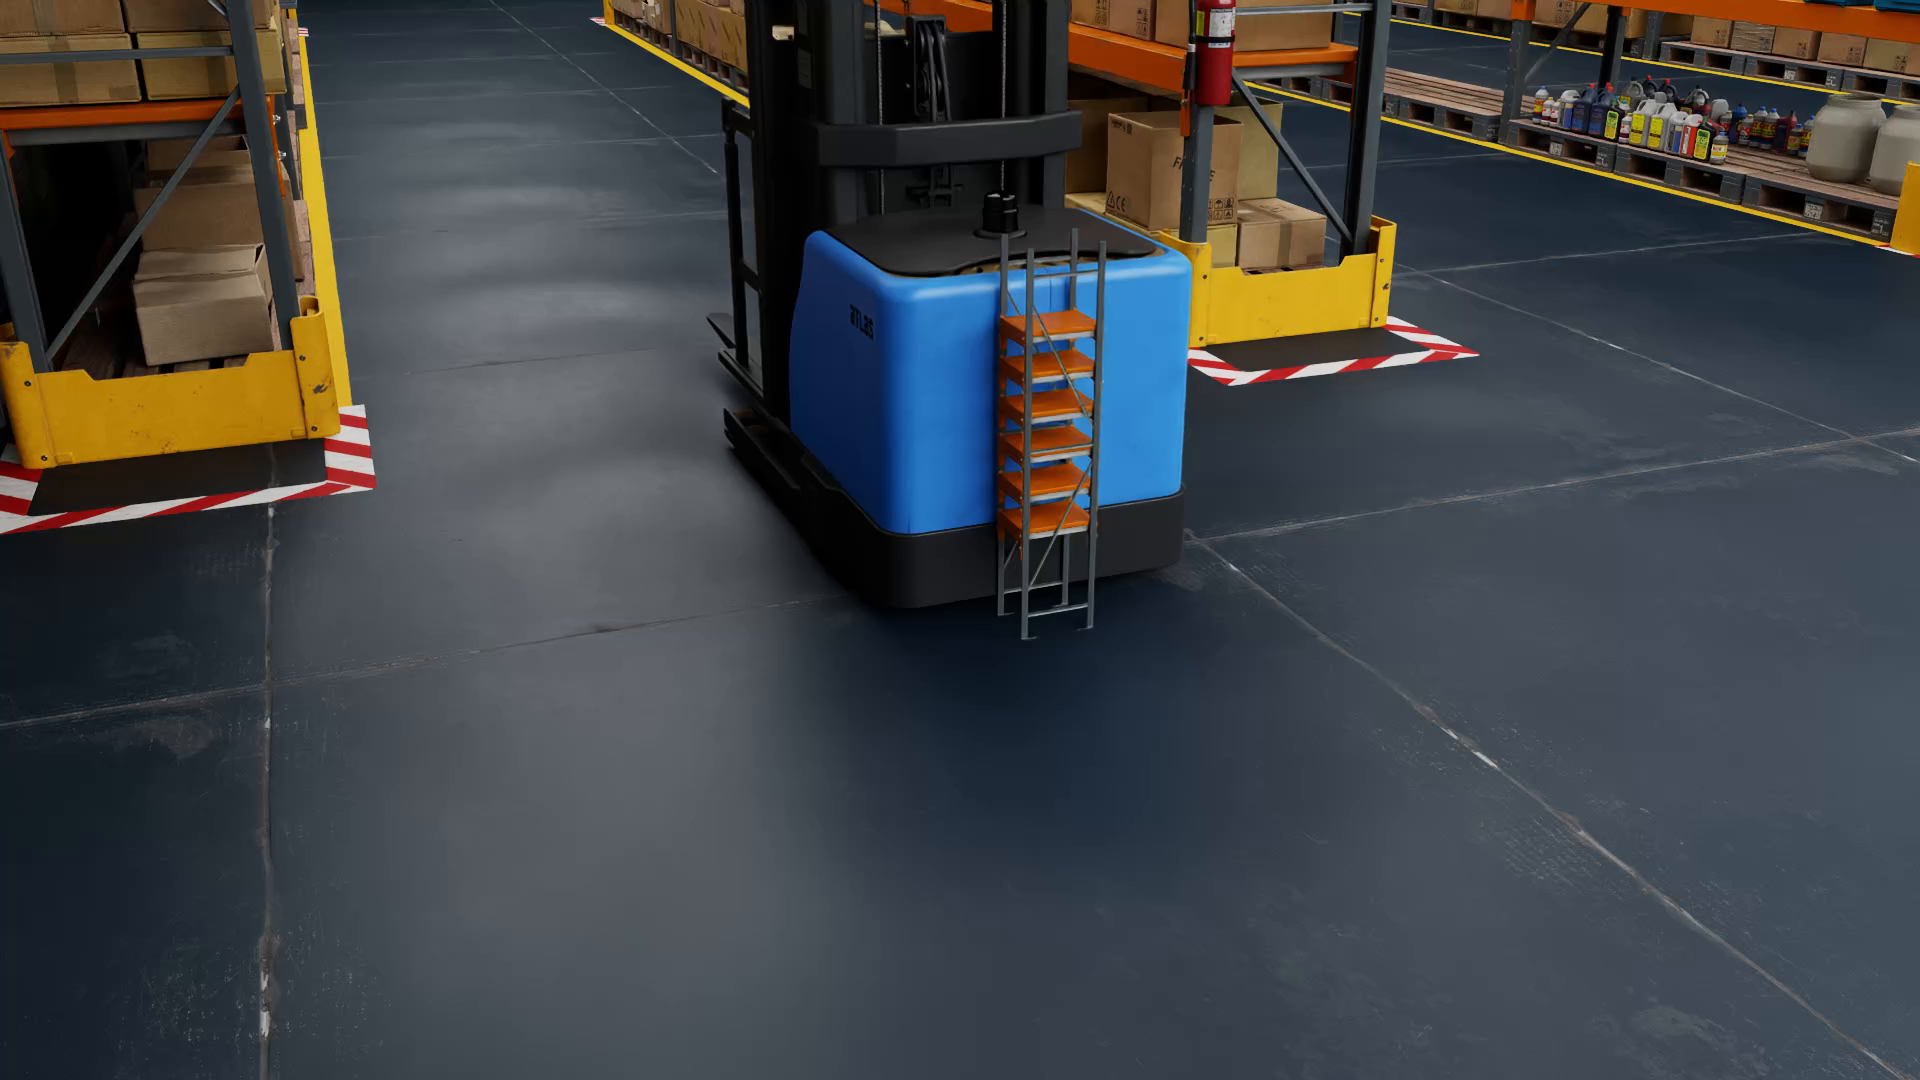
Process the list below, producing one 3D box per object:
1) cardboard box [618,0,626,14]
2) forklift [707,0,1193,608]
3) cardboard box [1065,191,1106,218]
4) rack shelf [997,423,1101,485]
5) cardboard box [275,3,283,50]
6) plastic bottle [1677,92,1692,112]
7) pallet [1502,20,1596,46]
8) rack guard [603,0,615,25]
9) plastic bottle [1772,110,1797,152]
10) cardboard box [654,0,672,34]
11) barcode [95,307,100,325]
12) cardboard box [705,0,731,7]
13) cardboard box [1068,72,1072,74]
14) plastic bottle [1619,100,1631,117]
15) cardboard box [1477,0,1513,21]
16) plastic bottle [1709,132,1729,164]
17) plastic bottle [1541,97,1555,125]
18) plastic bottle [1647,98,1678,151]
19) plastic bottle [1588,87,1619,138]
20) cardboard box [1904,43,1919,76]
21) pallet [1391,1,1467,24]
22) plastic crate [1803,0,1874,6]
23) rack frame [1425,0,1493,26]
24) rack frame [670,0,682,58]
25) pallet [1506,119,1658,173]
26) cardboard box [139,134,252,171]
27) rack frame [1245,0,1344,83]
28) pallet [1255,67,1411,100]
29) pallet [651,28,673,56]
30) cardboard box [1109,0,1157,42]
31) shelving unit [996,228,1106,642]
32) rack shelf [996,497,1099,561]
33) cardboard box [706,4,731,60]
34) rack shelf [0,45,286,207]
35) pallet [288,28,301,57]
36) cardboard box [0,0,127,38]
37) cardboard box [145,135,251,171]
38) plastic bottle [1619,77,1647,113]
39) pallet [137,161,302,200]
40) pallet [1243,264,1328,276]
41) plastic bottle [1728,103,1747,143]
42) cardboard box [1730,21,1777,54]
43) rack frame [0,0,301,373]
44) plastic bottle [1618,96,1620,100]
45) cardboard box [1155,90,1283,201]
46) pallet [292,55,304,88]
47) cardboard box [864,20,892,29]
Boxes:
[{"bbox_3d":[-4.013,-6.774,20.934,0.500,0.250,0.500,-8,24,-19],"label":"cardboard box"},{"bbox_3d":[-0.288,-1.685,5.973,1.130,2.935,3.031,-9,24,-20],"label":"forklift"},{"bbox_3d":[0.882,-1.704,8.930,0.500,0.250,0.500,-8,24,-19],"label":"cardboard box"},{"bbox_3d":[0.262,-0.256,4.926,0.258,0.103,0.180,-9,24,-20],"label":"rack shelf"},{"bbox_3d":[-3.520,-2.480,7.938,0.500,0.250,0.500,-8,24,-19],"label":"cardboard box"},{"bbox_3d":[5.420,-3.208,12.430,0.061,0.283,0.133,-7,24,-15],"label":"plastic bottle"},{"bbox_3d":[7.344,-6.162,20.098,1.003,0.211,1.213,-8,24,-19],"label":"pallet"},{"bbox_3d":[-4.089,-7.077,21.897,1.175,0.500,0.348,-8,24,-19],"label":"rack guard"},{"bbox_3d":[5.760,-2.859,11.601,0.061,0.283,0.133,-8,24,-18],"label":"plastic bottle"},{"bbox_3d":[-3.170,-6.022,18.828,0.500,0.500,0.500,-8,24,-19],"label":"cardboard box"},{"bbox_3d":[-3.638,-0.945,7.014,0.001,0.075,0.075,-8,24,-19],"label":"barcode"},{"bbox_3d":[-2.229,-5.445,16.493,0.500,0.250,0.500,-9,24,-20],"label":"cardboard box"},{"bbox_3d":[0.347,-2.594,10.076,0.500,0.500,0.500,-8,24,-19],"label":"cardboard box"},{"bbox_3d":[4.809,-3.053,12.078,0.097,0.271,0.097,0,23,0],"label":"plastic bottle"},{"bbox_3d":[7.127,-6.821,20.267,1.225,0.875,0.875,-9,25,-21],"label":"cardboard box"},{"bbox_3d":[5.112,-2.642,11.192,0.097,0.201,0.097,0,23,0],"label":"plastic bottle"},{"bbox_3d":[4.497,-3.275,12.695,0.097,0.201,0.097,0,23,0],"label":"plastic bottle"},{"bbox_3d":[4.938,-2.916,11.650,0.144,0.351,0.185,-7,24,-17],"label":"plastic bottle"},{"bbox_3d":[4.722,-3.138,12.177,0.144,0.351,0.185,-9,25,-21],"label":"plastic bottle"},{"bbox_3d":[9.195,-4.531,15.290,0.700,0.500,0.500,-10,25,-23],"label":"cardboard box"},{"bbox_3d":[6.370,-7.163,22.473,1.003,0.211,1.213,-8,24,-19],"label":"pallet"},{"bbox_3d":[5.491,-3.430,10.218,0.499,0.251,0.408,-8,24,-19],"label":"plastic crate"},{"bbox_3d":[6.566,-8.161,21.251,1.000,3.000,0.127,-8,24,-19],"label":"rack frame"},{"bbox_3d":[-2.703,-6.803,18.029,1.000,3.000,0.127,-8,24,-19],"label":"rack frame"},{"bbox_3d":[4.957,-3.040,12.691,1.003,0.211,1.213,-8,24,-19],"label":"pallet"},{"bbox_3d":[-4.786,-2.531,10.546,0.700,0.500,0.500,-7,24,-17],"label":"cardboard box"},{"bbox_3d":[3.345,-6.028,16.190,1.000,3.000,0.127,-8,24,-19],"label":"rack frame"},{"bbox_3d":[3.583,-4.456,16.051,1.003,0.211,1.213,-8,24,-19],"label":"pallet"},{"bbox_3d":[-2.945,-5.768,19.163,1.003,0.211,1.213,-8,24,-19],"label":"pallet"},{"bbox_3d":[1.193,-2.851,8.522,0.700,0.500,0.500,-8,24,-18],"label":"cardboard box"},{"bbox_3d":[0.262,-0.297,4.909,0.258,1.200,0.189,-9,24,-20],"label":"shelving unit"},{"bbox_3d":[0.262,-0.035,5.020,0.258,0.103,0.180,-9,24,-20],"label":"rack shelf"},{"bbox_3d":[-2.214,-5.086,16.607,0.500,0.500,0.500,-9,25,-21],"label":"cardboard box"},{"bbox_3d":[-3.803,-2.157,7.932,1.077,0.370,4.000,-8,24,-19],"label":"rack shelf"},{"bbox_3d":[-7.966,-5.568,18.689,1.003,0.211,1.213,-8,24,-19],"label":"pallet"},{"bbox_3d":[-3.462,-2.190,6.285,0.500,0.500,0.500,-9,24,-20],"label":"cardboard box"},{"bbox_3d":[-4.106,-1.895,9.035,0.500,0.500,0.500,-10,25,-23],"label":"cardboard box"},{"bbox_3d":[5.121,-3.342,12.662,0.144,0.351,0.185,-8,24,-19],"label":"plastic bottle"},{"bbox_3d":[-4.786,-2.213,10.729,1.003,0.211,1.213,-8,24,-19],"label":"pallet"},{"bbox_3d":[1.227,-1.430,8.871,1.003,0.211,1.213,-8,24,-19],"label":"pallet"},{"bbox_3d":[5.594,-3.003,11.959,0.097,0.271,0.097,0,23,0],"label":"plastic bottle"},{"bbox_3d":[8.442,-5.318,17.157,0.700,0.500,0.500,-10,25,-23],"label":"cardboard box"},{"bbox_3d":[-3.097,-1.762,6.068,1.000,3.000,0.127,-8,24,-19],"label":"rack frame"},{"bbox_3d":[5.178,-3.399,12.988,0.097,0.201,0.097,0,23,0],"label":"plastic bottle"},{"bbox_3d":[1.376,-2.122,8.956,0.500,0.500,0.500,-8,24,-19],"label":"cardboard box"},{"bbox_3d":[-6.993,-4.567,16.314,1.003,0.211,1.213,-8,24,-19],"label":"pallet"},{"bbox_3d":[-0.875,-4.378,14.553,0.500,0.311,0.500,-8,24,-18],"label":"cardboard box"}]
